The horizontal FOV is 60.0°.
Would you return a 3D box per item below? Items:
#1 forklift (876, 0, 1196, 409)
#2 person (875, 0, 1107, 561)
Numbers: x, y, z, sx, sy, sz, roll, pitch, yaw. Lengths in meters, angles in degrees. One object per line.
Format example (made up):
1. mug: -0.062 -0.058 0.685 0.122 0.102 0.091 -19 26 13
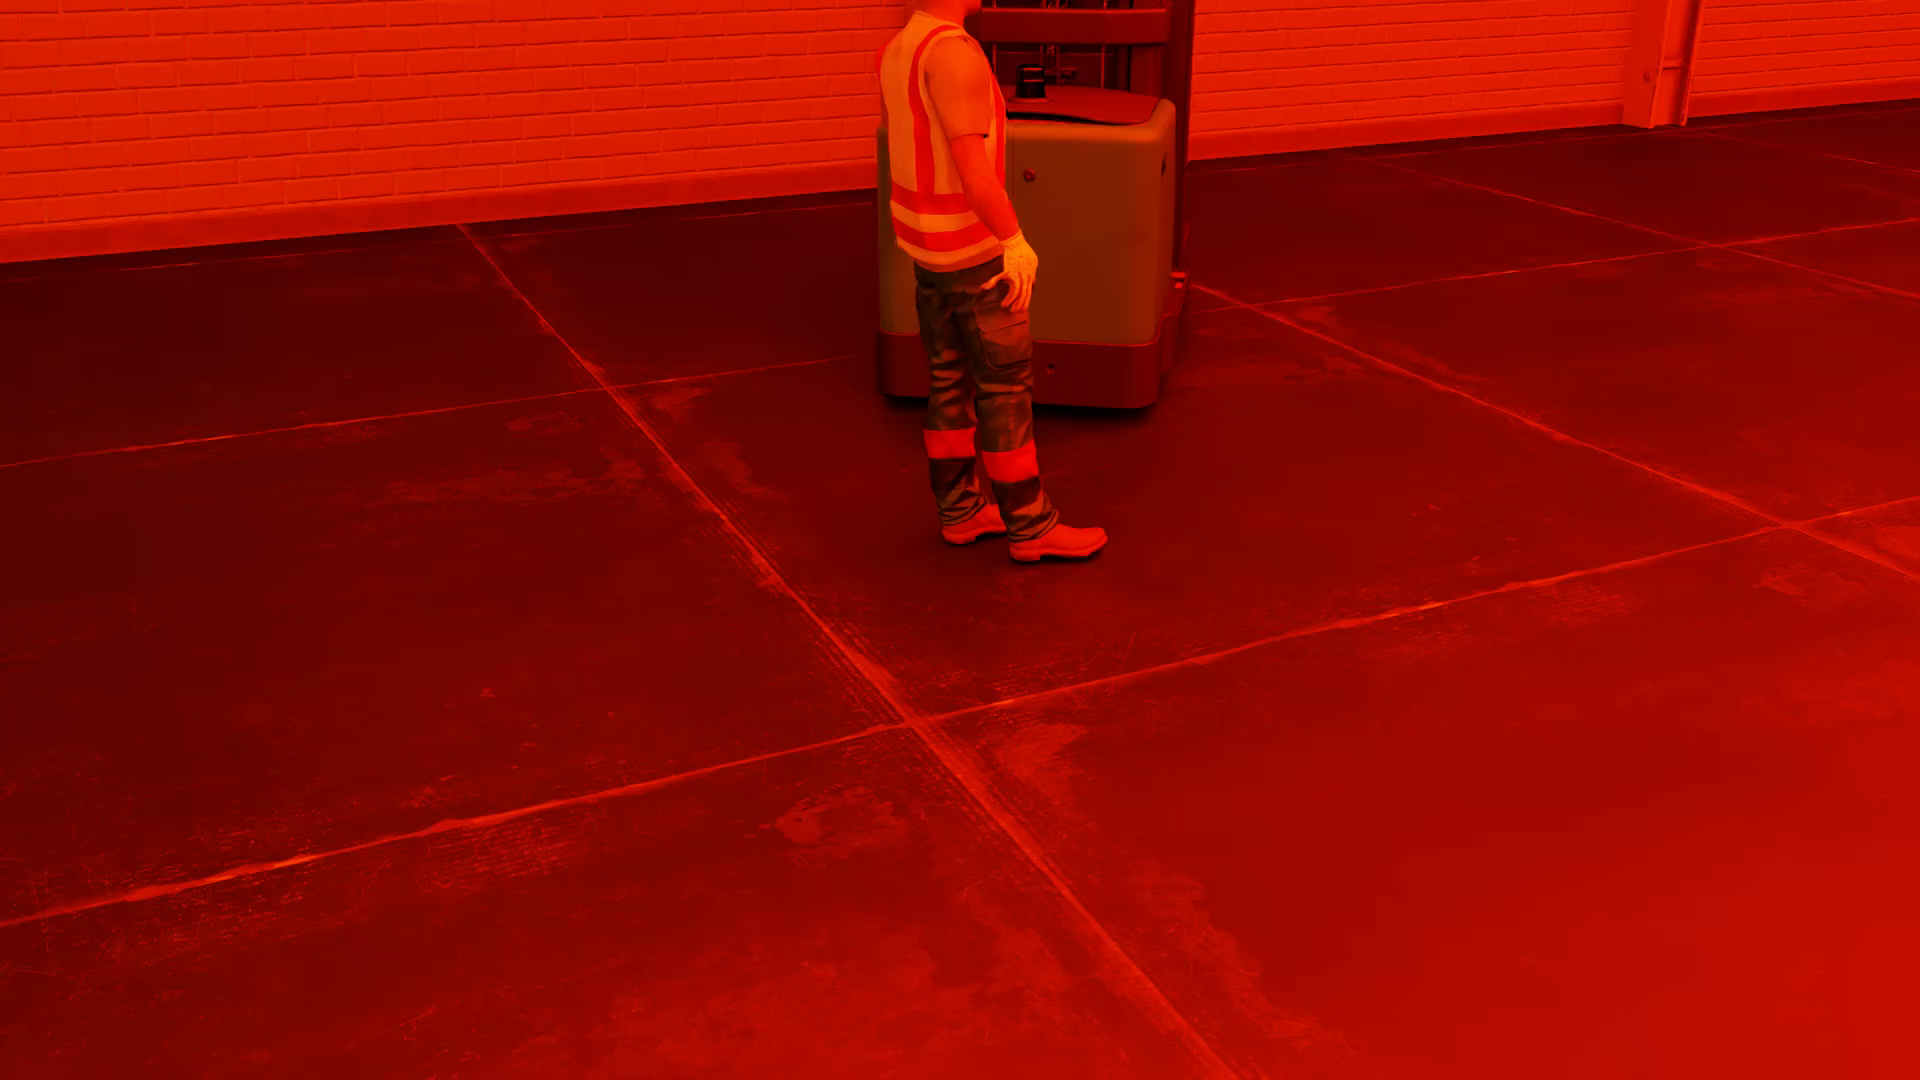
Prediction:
1. forklift: 0.460 -2.366 6.983 1.130 2.935 3.031 4 23 10
2. person: 0.078 -0.842 4.784 0.561 1.790 0.638 -10 25 -23
